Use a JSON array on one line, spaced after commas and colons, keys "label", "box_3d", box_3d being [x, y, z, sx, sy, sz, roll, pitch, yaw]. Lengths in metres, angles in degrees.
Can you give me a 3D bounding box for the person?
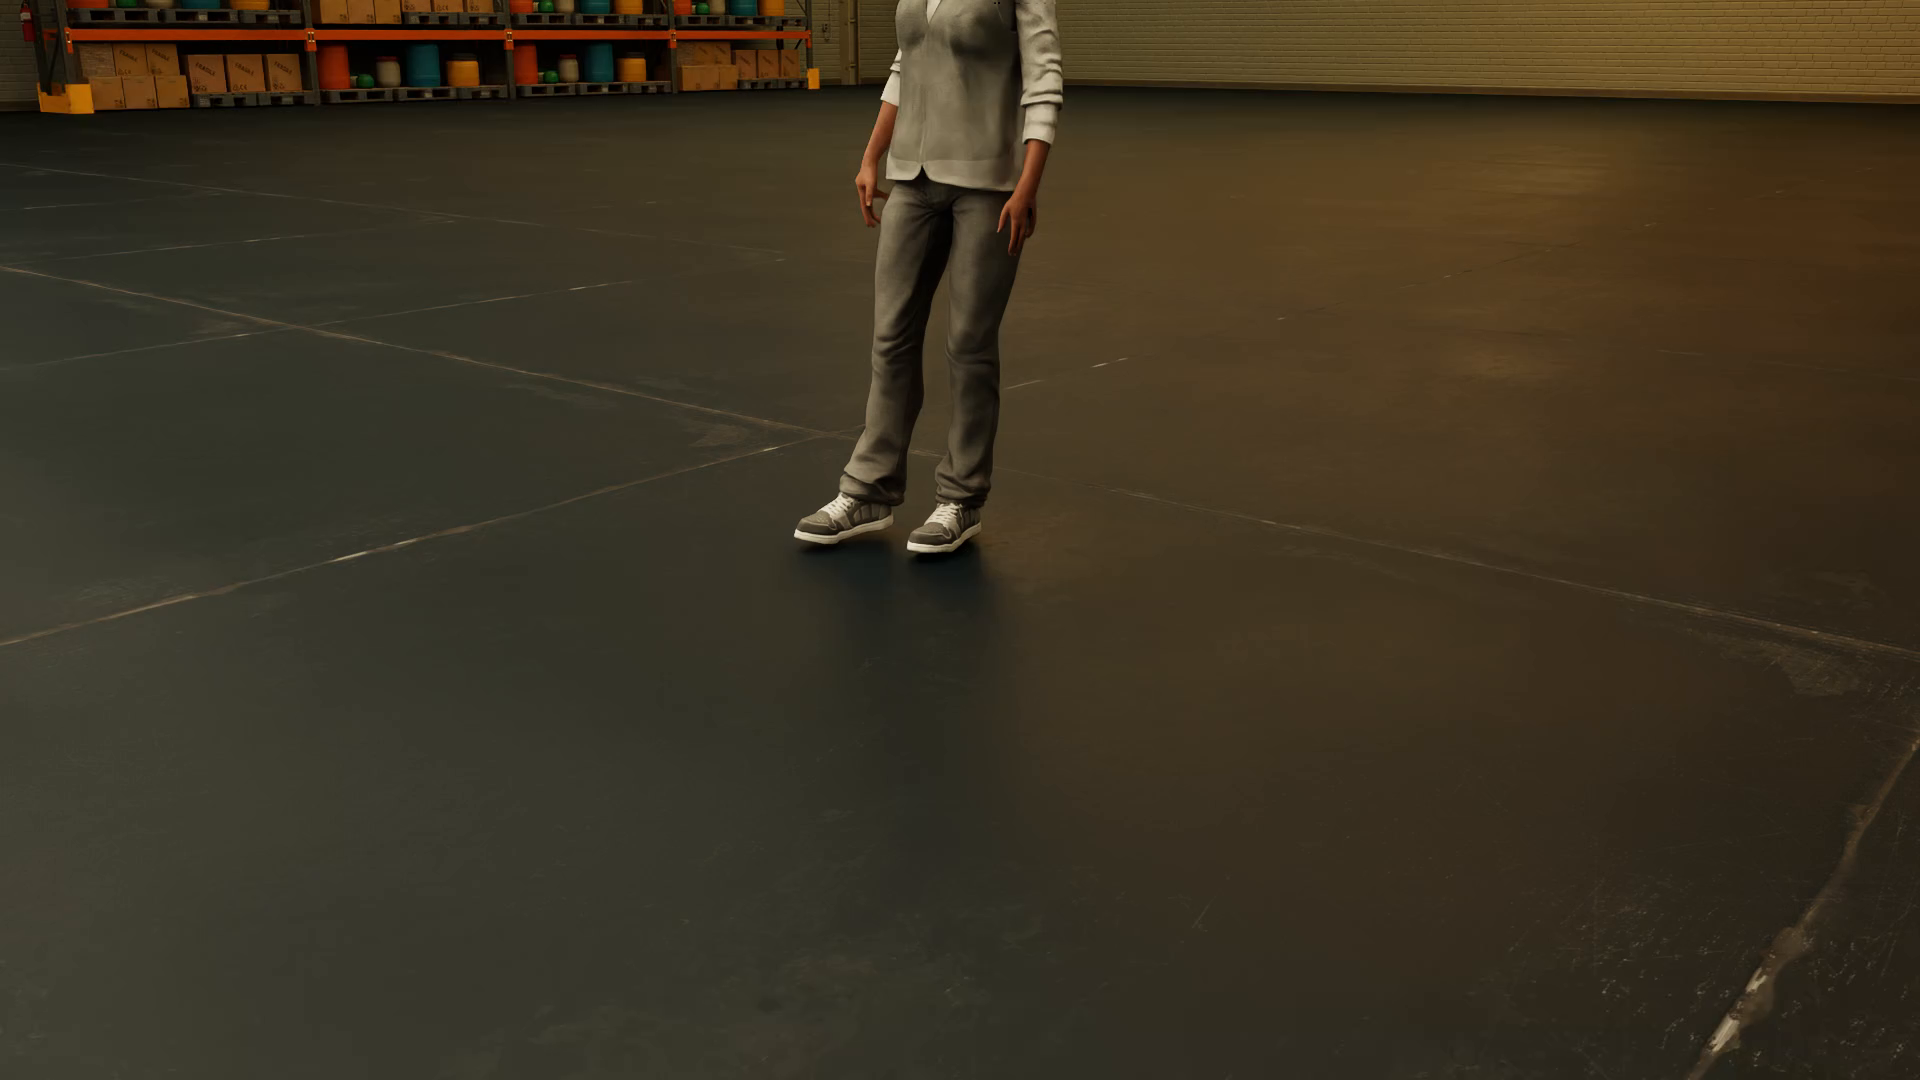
[{"label": "person", "box_3d": [-0.058, -0.757, 3.661, 0.521, 1.599, 0.473, 13, 21, 37]}]
